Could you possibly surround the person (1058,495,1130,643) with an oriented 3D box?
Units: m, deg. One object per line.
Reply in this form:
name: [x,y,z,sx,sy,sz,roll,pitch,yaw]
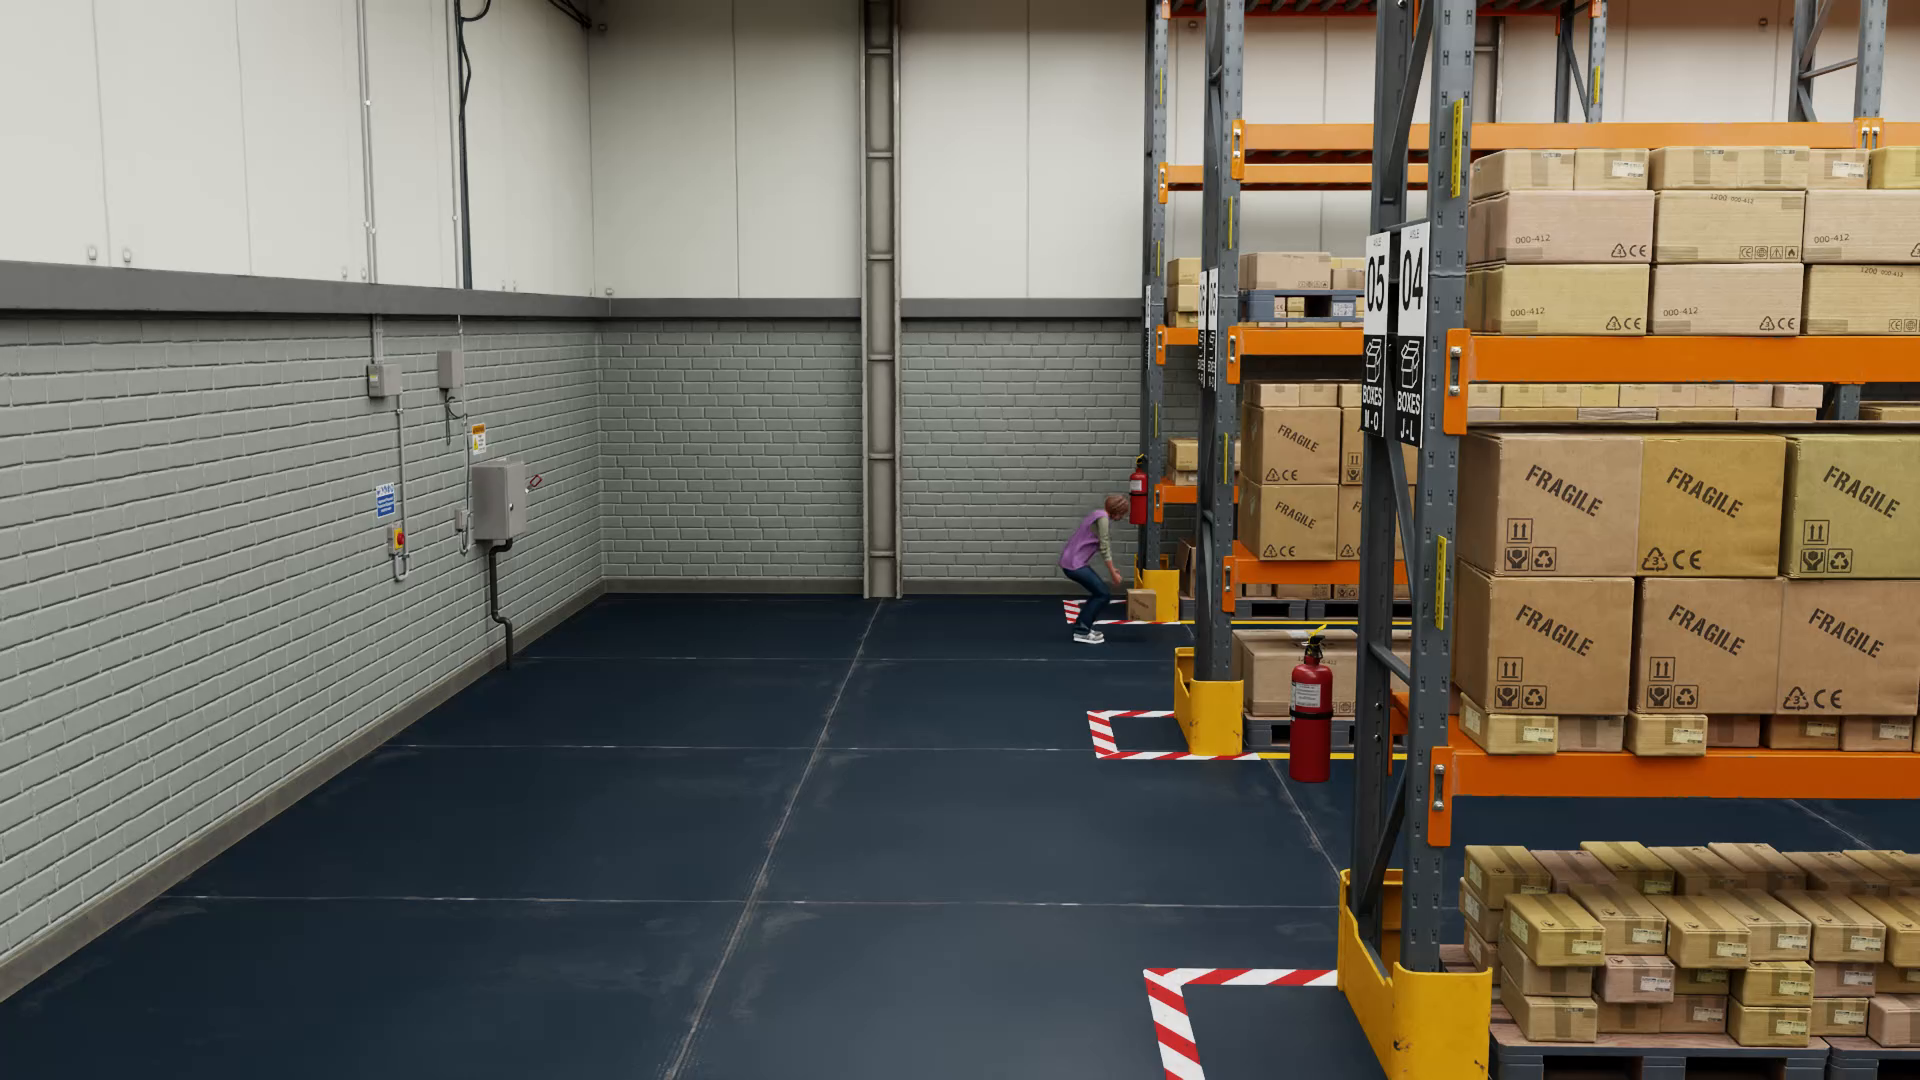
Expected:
person: [1.203,0.257,14.989,0.639,1.311,0.462,0,7,1]
